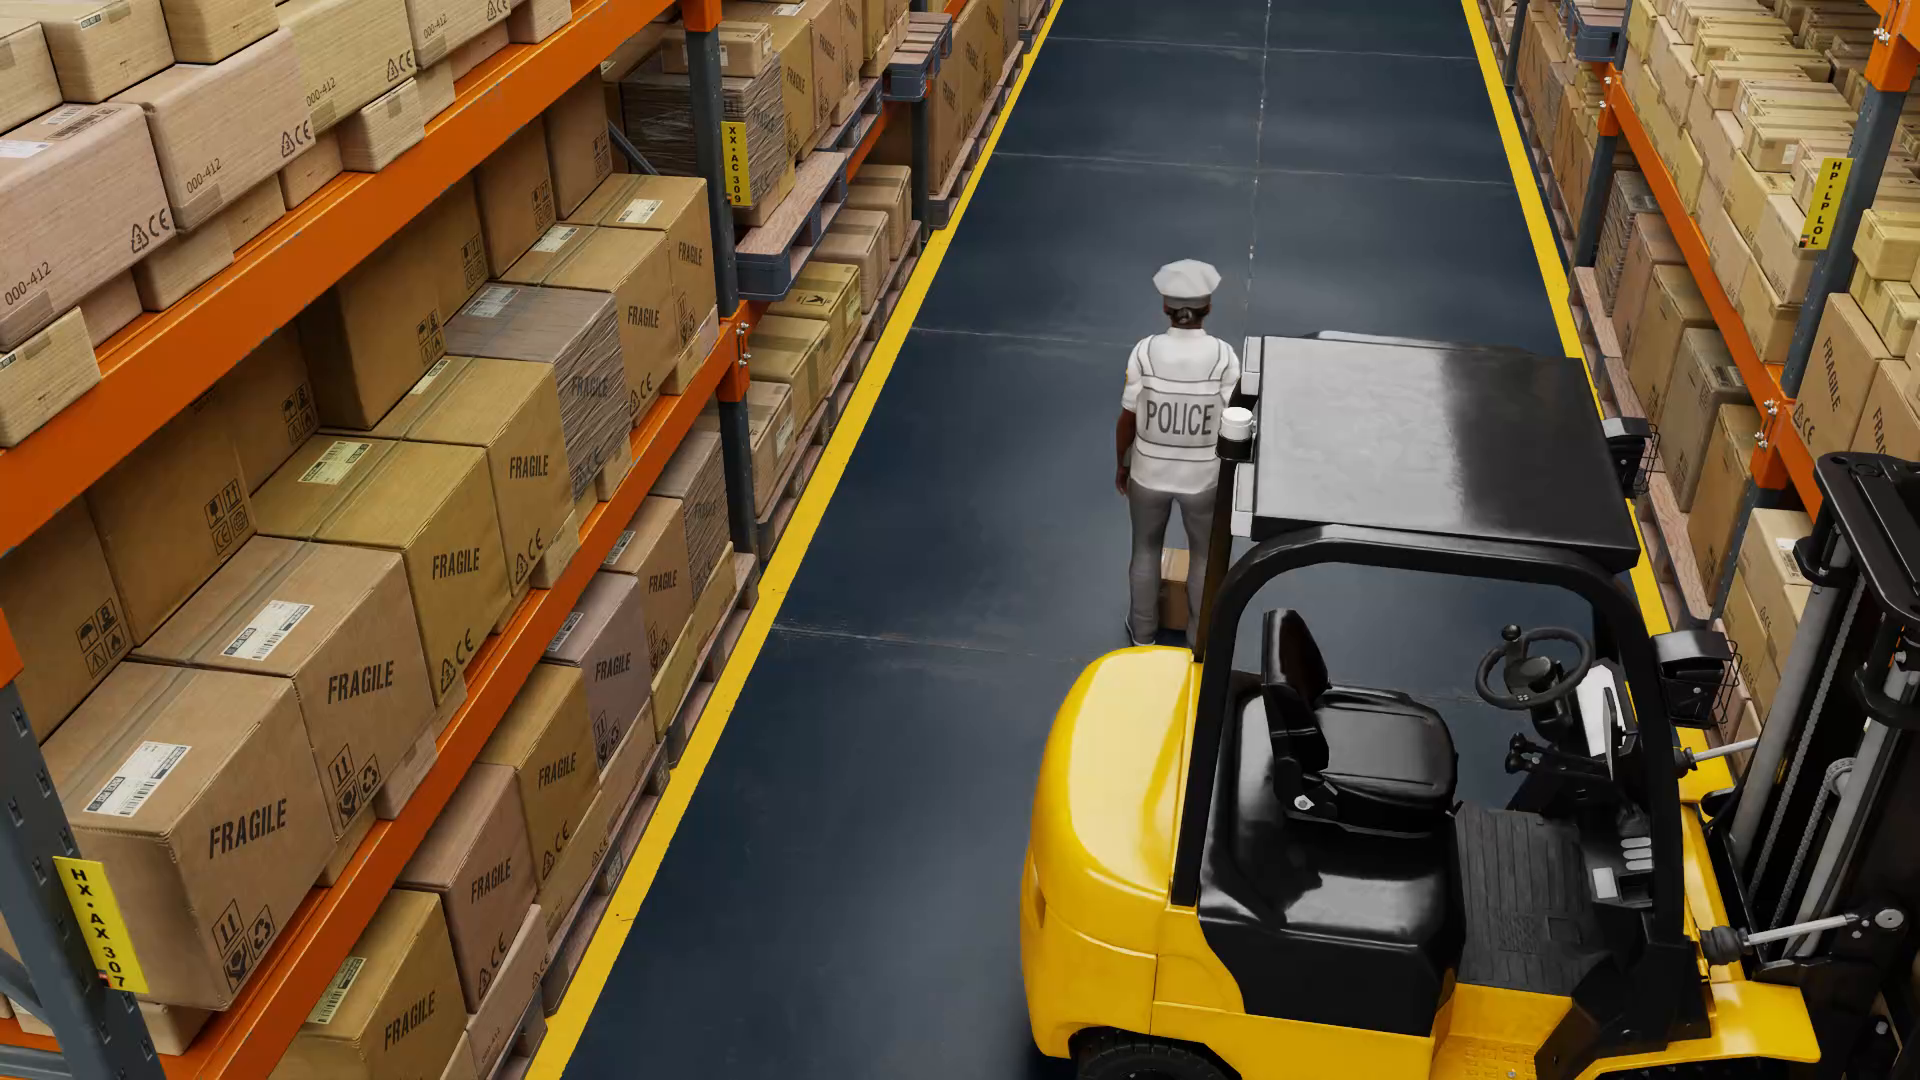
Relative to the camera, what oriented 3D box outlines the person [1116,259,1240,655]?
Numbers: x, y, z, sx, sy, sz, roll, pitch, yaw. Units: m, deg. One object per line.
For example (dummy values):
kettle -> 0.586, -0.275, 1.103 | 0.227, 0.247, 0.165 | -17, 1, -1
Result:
person -> 0.863, -0.268, 6.556 | 0.506, 1.660, 0.415 | 6, 33, 9
